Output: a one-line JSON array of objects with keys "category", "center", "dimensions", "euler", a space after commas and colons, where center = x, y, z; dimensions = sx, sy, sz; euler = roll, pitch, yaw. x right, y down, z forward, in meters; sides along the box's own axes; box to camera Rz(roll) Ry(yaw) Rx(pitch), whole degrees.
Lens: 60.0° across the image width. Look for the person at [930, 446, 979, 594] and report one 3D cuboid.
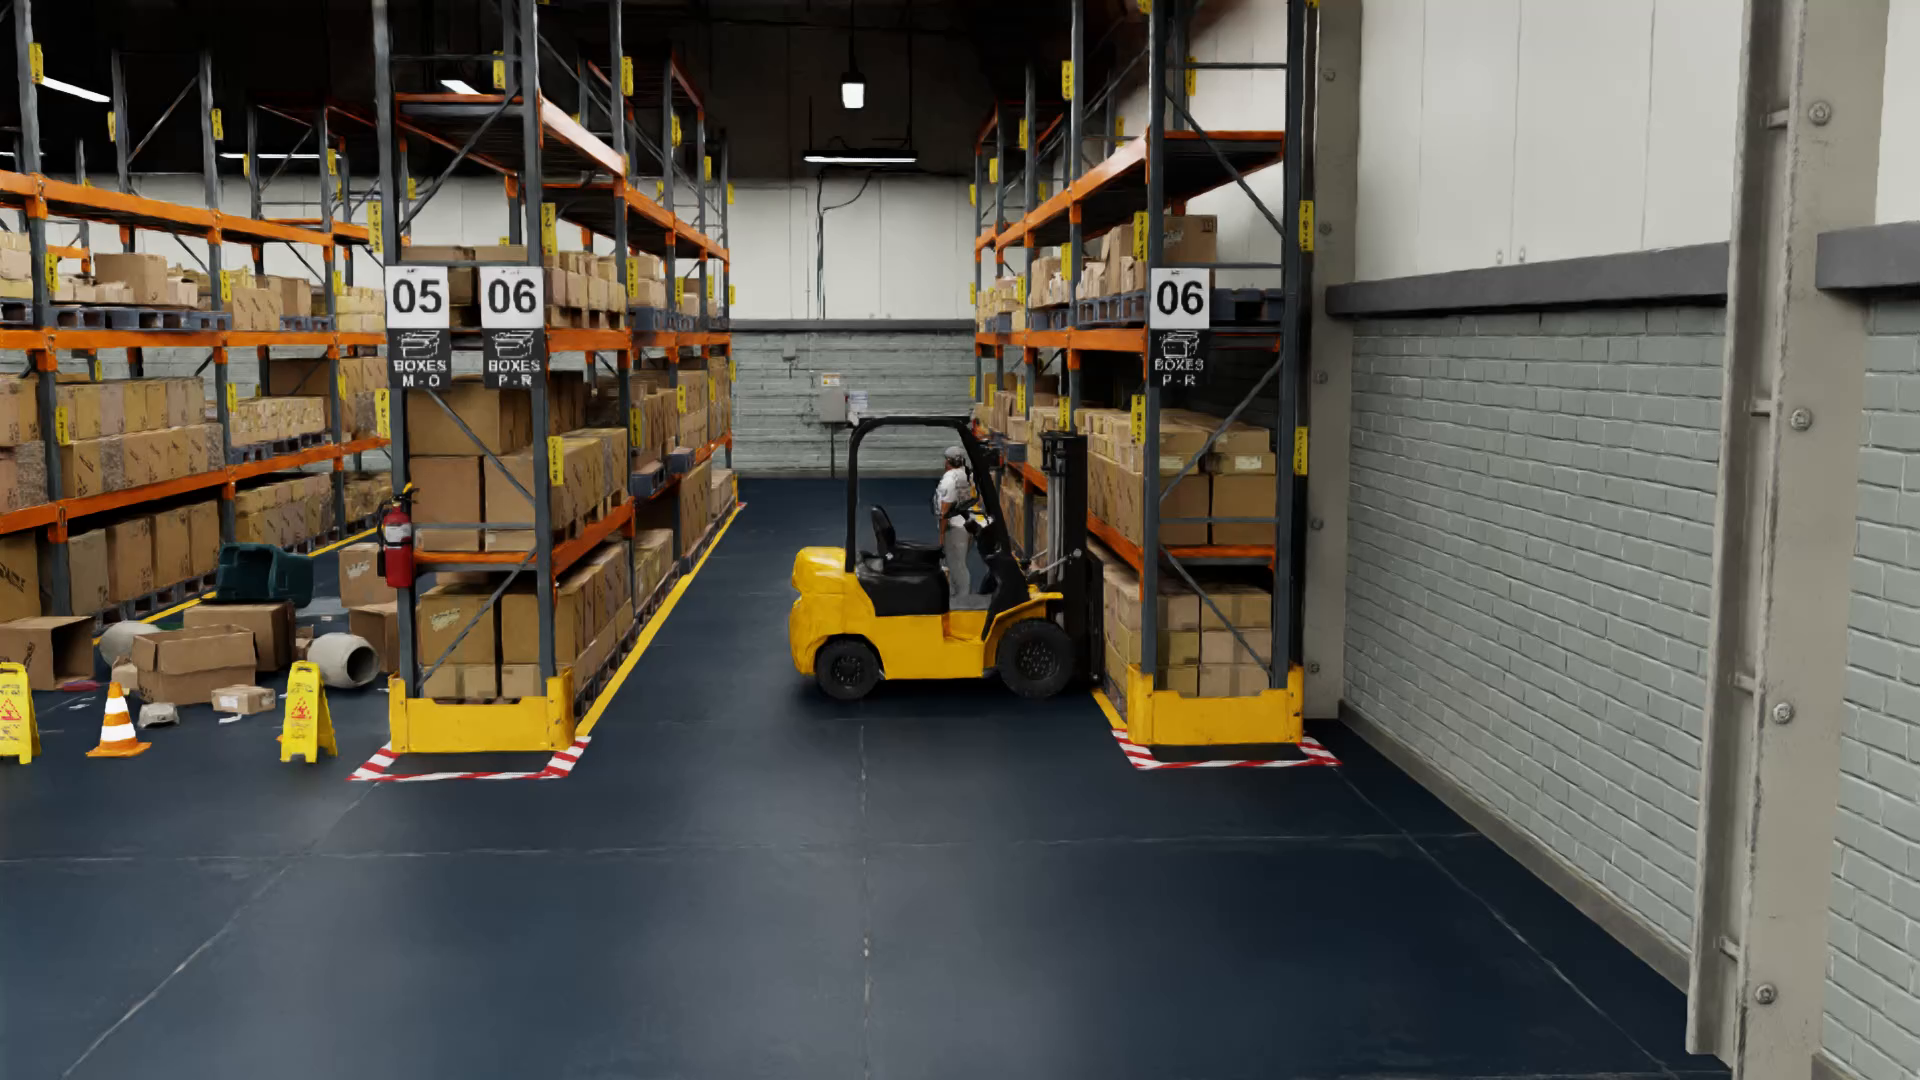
[{"category": "person", "center": [-0.081, -0.094, 16.347], "dimensions": [0.537, 1.661, 0.576], "euler": [3, 8, 22]}]
